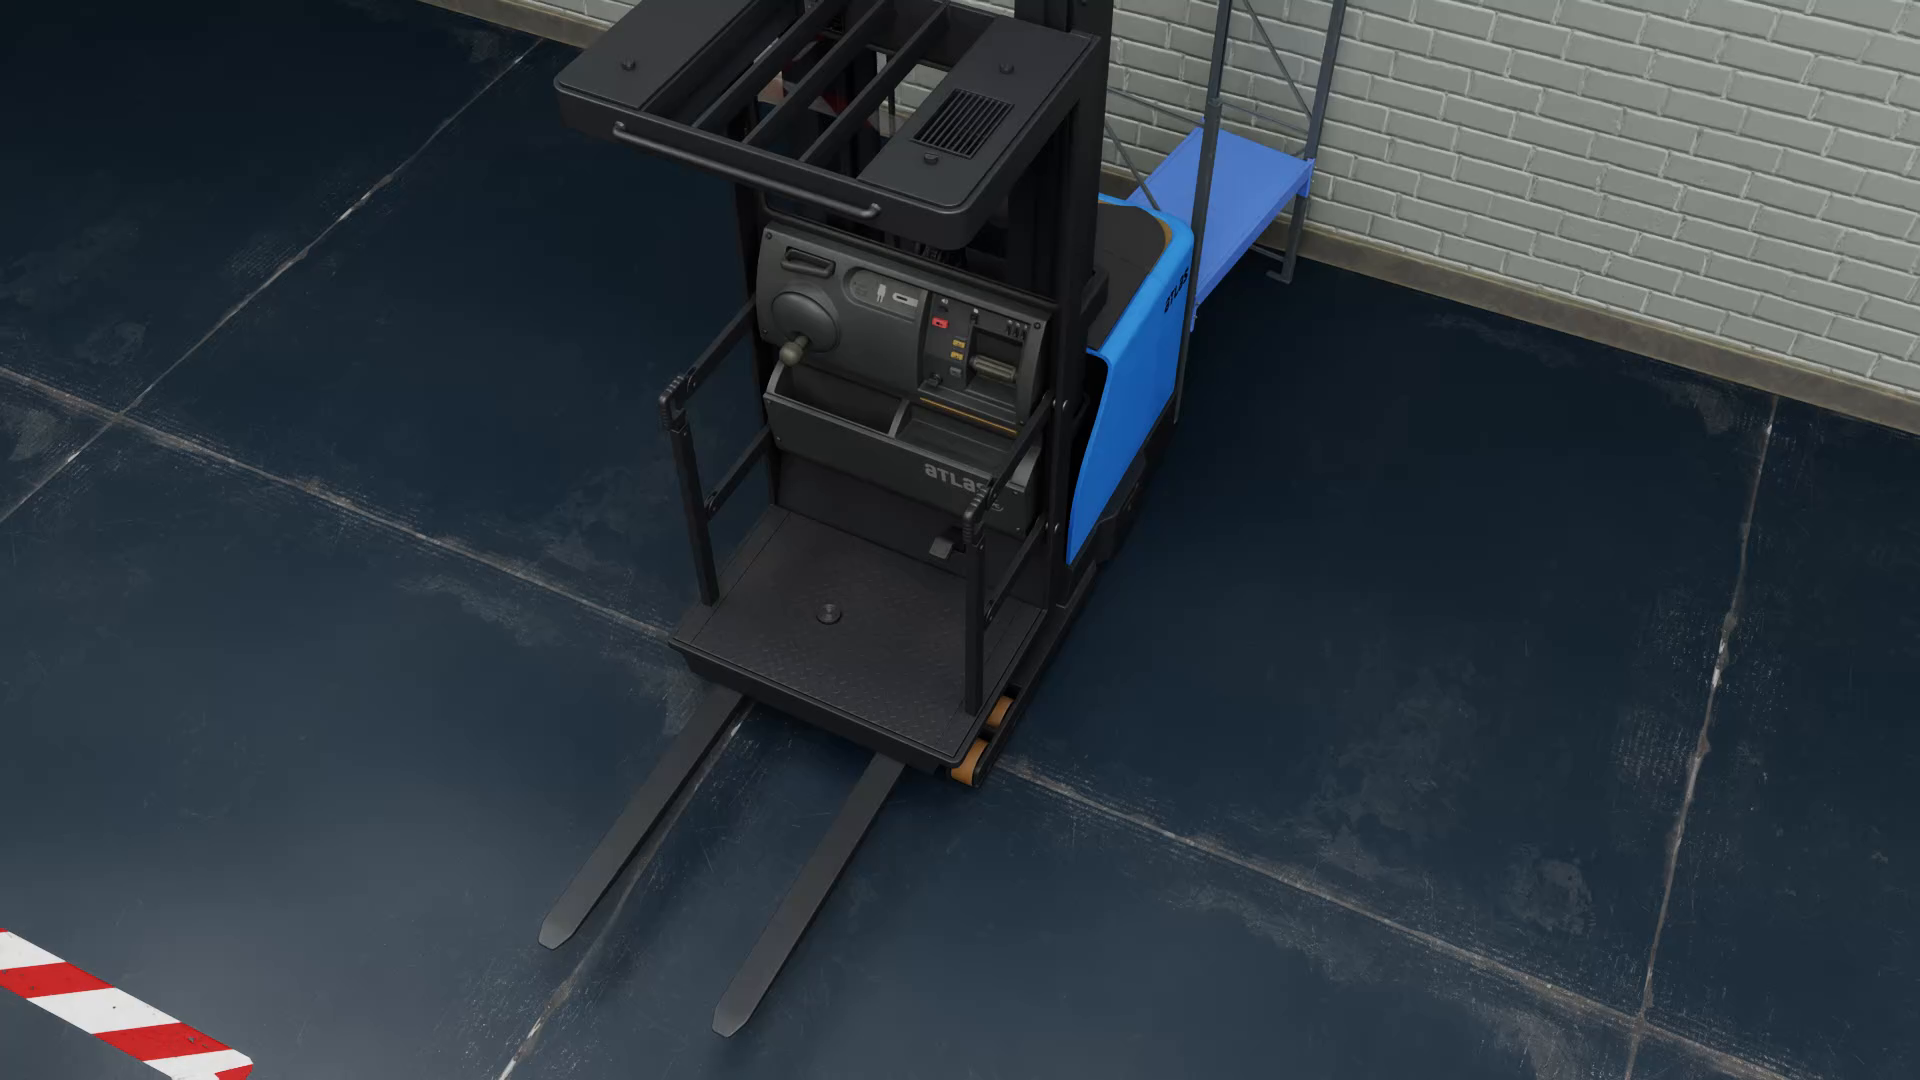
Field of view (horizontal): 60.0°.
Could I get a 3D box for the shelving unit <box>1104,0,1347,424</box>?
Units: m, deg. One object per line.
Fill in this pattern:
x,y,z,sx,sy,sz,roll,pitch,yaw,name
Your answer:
0.939,-1.385,6.444,0.538,1.500,1.048,27,55,21,shelving unit

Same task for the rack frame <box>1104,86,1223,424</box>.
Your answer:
0.656,-1.063,6.170,0.500,1.500,0.032,27,55,21,rack frame

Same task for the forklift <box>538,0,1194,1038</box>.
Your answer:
-0.279,-0.526,4.773,1.130,2.935,3.031,21,53,17,forklift

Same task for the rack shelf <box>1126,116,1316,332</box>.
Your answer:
0.939,-1.268,6.581,0.538,0.185,1.000,27,55,21,rack shelf

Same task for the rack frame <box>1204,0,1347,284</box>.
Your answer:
1.223,-1.707,6.717,0.500,1.500,0.032,27,55,21,rack frame
